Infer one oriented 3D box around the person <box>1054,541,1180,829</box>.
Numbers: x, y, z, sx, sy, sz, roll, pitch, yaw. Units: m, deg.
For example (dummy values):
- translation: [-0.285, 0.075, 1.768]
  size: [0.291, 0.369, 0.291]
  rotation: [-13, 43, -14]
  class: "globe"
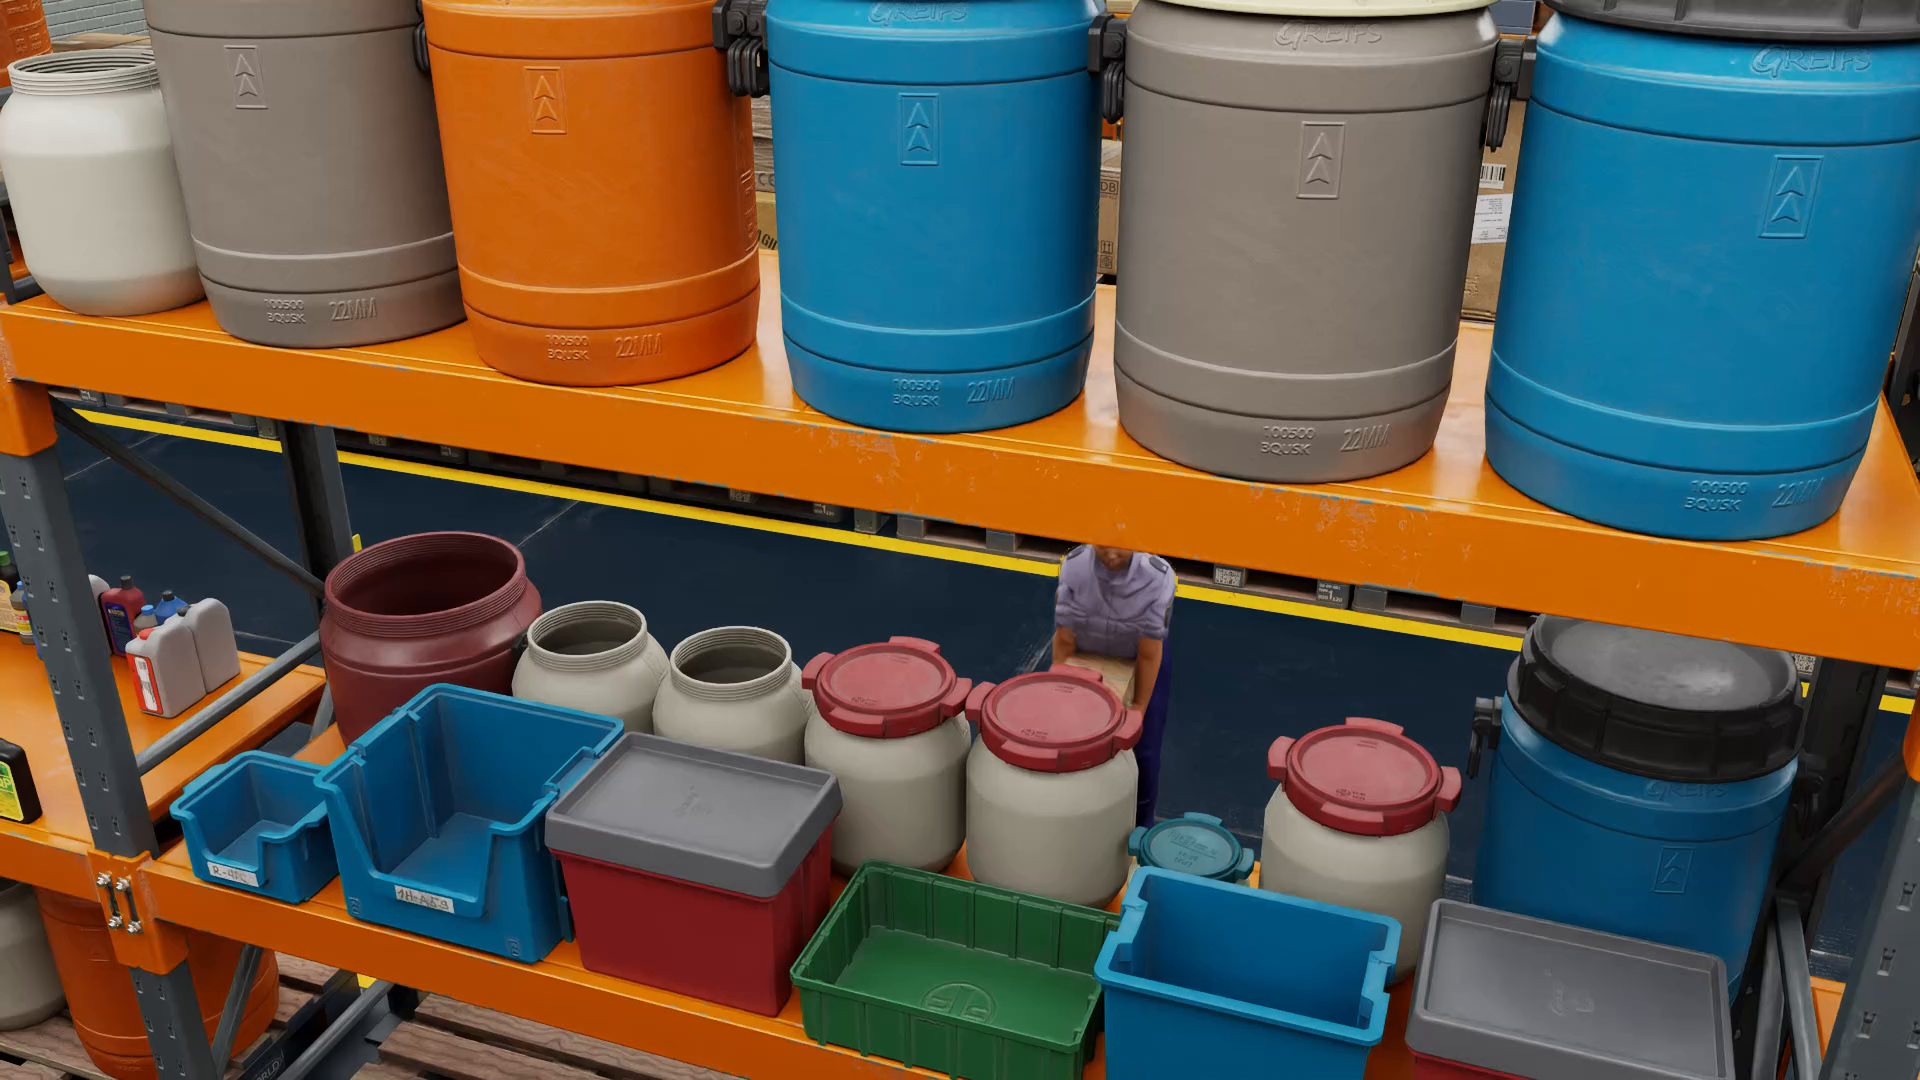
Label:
- translation: [0.555, 0.536, 6.083]
  size: [0.435, 1.608, 0.550]
  rotation: [8, 27, 17]
  class: "person"
